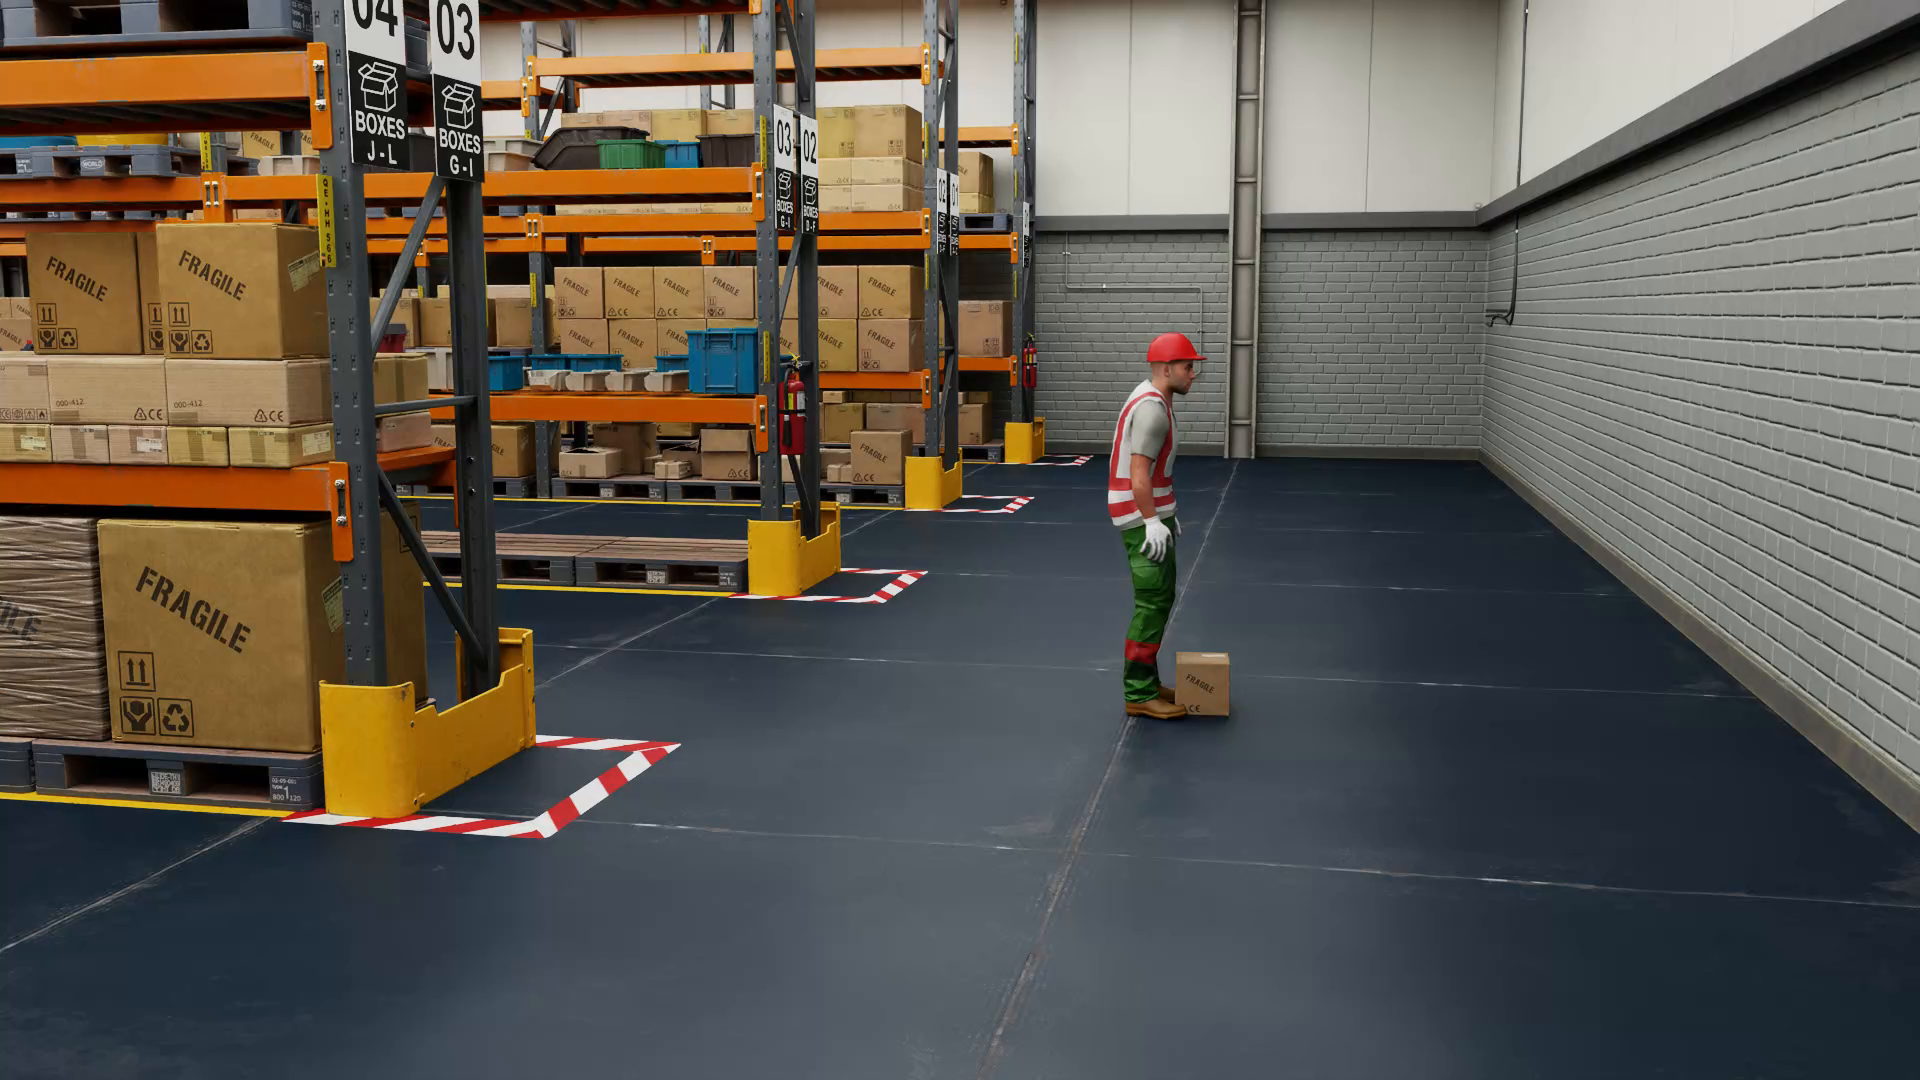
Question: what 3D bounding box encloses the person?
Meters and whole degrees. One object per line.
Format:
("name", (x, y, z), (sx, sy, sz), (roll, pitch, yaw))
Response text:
("person", (0.923, -0.080, 7.836), (0.448, 1.780, 0.610), (2, 8, 12))
